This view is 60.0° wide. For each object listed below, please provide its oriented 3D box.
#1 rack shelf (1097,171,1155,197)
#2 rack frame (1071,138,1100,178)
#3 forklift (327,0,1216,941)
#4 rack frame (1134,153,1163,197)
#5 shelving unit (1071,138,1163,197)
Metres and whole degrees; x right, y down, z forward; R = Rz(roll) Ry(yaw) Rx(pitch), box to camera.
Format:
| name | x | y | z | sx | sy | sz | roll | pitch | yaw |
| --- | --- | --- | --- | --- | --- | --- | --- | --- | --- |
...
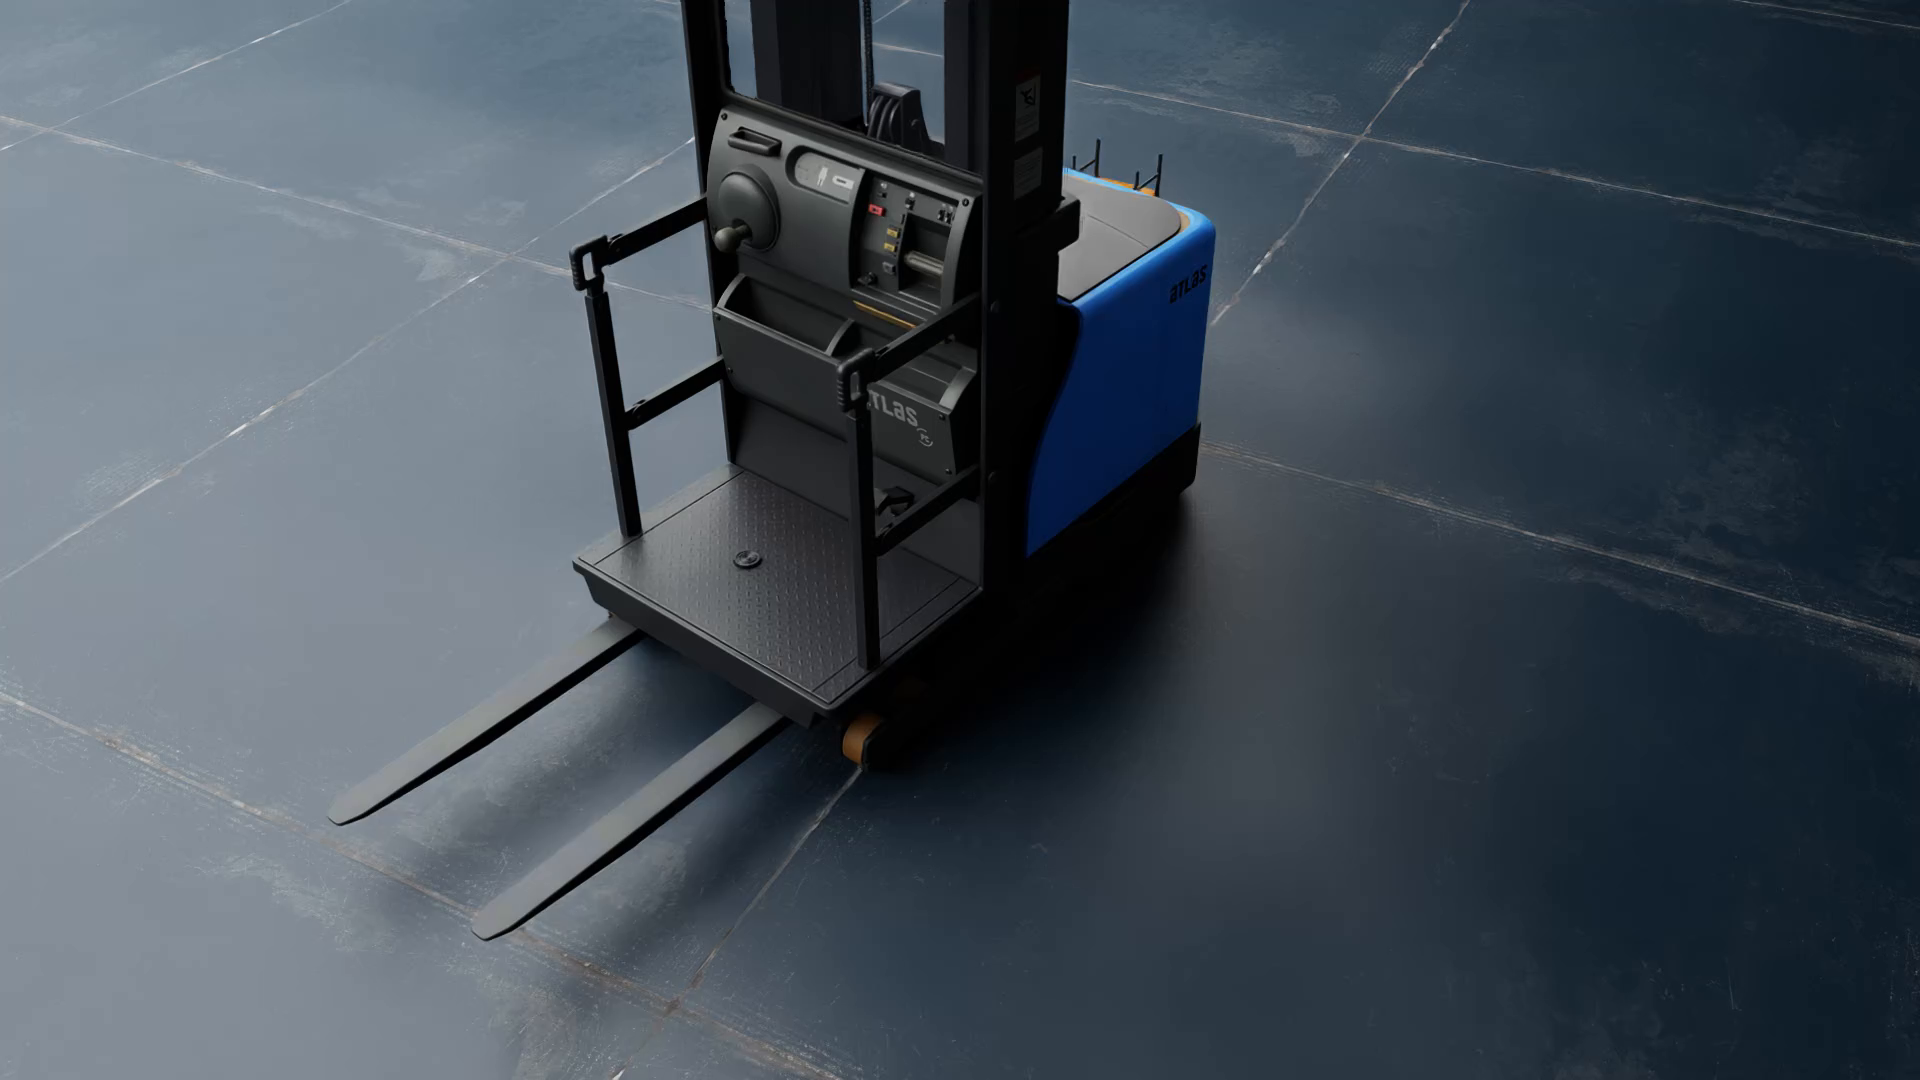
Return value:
| name | x | y | z | sx | sy | sz | roll | pitch | yaw |
| --- | --- | --- | --- | --- | --- | --- | --- | --- | --- |
| rack shelf | 0.540 | -1.129 | 5.909 | 0.240 | 0.259 | 0.215 | 20 | 39 | 25 |
| rack frame | 0.429 | -0.944 | 6.116 | 0.008 | 1.050 | 0.200 | 20 | 39 | 25 |
| forklift | -0.475 | -0.844 | 4.437 | 1.130 | 2.935 | 3.031 | 26 | 44 | 30 |
| rack frame | 0.637 | -0.867 | 6.015 | 0.008 | 1.050 | 0.200 | 20 | 39 | 25 |
| shelving unit | 0.533 | -0.905 | 6.066 | 0.252 | 1.050 | 0.215 | 20 | 39 | 25 |
